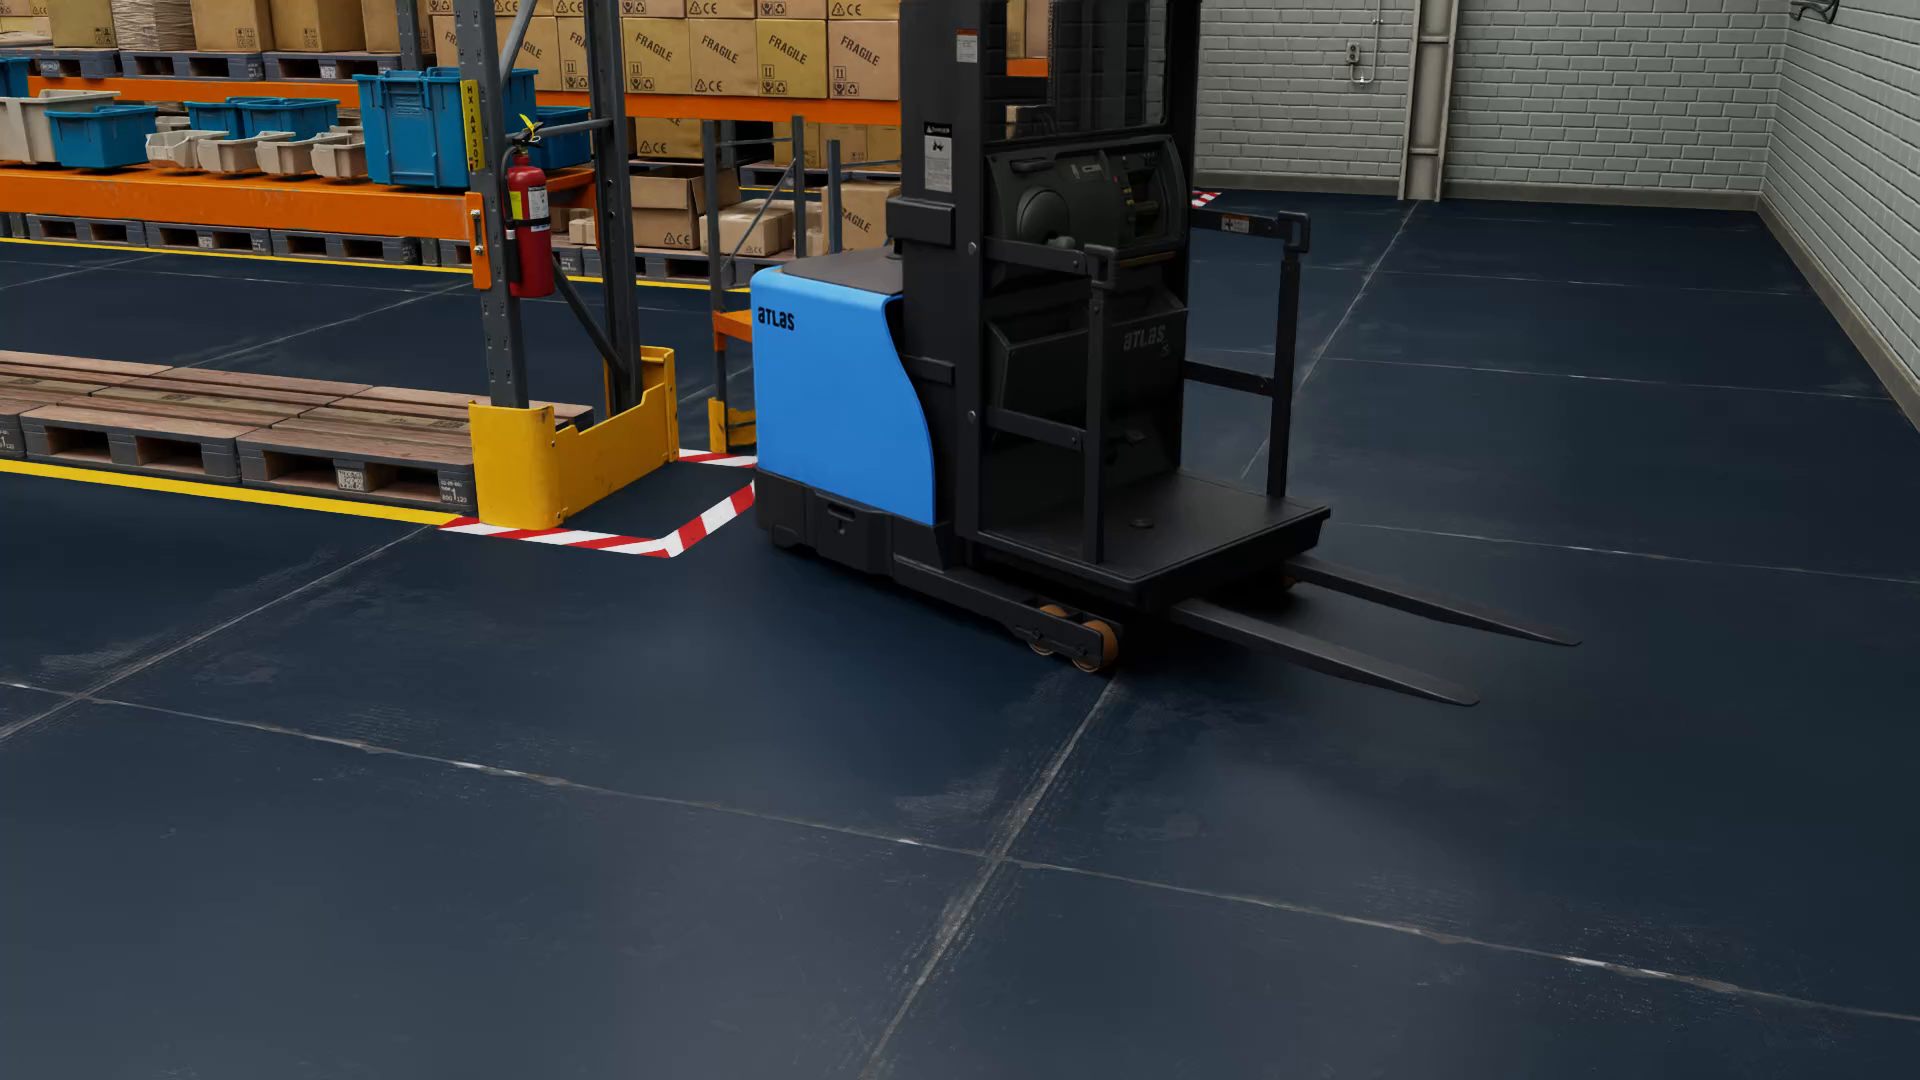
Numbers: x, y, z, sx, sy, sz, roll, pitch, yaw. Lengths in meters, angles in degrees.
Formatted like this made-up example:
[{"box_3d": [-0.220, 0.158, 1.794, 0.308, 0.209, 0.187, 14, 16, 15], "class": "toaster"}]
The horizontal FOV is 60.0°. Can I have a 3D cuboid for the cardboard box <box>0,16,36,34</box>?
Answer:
[{"box_3d": [-10.756, -5.975, 19.357, 0.500, 0.250, 0.500, 7, 20, 18], "class": "cardboard box"}]

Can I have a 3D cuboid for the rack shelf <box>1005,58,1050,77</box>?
[{"box_3d": [-0.295, -4.603, 16.317, 4.000, 0.370, 1.077, 7, 20, 18], "class": "rack shelf"}]

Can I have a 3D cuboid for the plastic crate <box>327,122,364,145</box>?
[{"box_3d": [-2.698, -1.813, 7.529, 0.298, 0.136, 0.250, 7, 20, 18], "class": "plastic crate"}]

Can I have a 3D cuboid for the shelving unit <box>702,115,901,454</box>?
[{"box_3d": [-0.614, -1.041, 7.285, 0.587, 1.500, 1.083, -14, 24, -34], "class": "shelving unit"}]

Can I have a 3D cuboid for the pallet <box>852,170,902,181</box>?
[{"box_3d": [-0.335, -3.604, 16.596, 1.213, 0.211, 1.003, 7, 20, 18], "class": "pallet"}]

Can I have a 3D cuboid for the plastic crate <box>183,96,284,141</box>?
[{"box_3d": [-3.309, -1.899, 7.631, 0.300, 0.233, 0.416, 7, 20, 18], "class": "plastic crate"}]

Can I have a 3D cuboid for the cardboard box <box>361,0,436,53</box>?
[{"box_3d": [-4.180, -3.984, 12.660, 0.500, 0.500, 0.700, 0, 19, 0], "class": "cardboard box"}]

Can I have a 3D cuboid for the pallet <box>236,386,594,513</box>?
[{"box_3d": [-2.423, -0.431, 7.491, 1.213, 0.211, 1.003, 7, 20, 18], "class": "pallet"}]

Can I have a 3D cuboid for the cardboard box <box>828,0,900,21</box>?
[{"box_3d": [-0.538, -3.668, 10.871, 0.500, 0.500, 0.500, 6, 20, 18], "class": "cardboard box"}]

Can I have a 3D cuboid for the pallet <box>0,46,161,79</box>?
[{"box_3d": [-6.921, -3.908, 13.523, 1.003, 0.211, 1.213, 7, 20, 18], "class": "pallet"}]

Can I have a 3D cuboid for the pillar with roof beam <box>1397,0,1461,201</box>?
[{"box_3d": [3.016, -6.198, 10.687, 0.400, 9.000, 9.100, 7, 20, 18], "class": "pillar with roof beam"}]

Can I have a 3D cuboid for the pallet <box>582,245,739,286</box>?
[{"box_3d": [-2.001, -2.096, 12.268, 1.213, 0.211, 1.003, 7, 20, 18], "class": "pallet"}]

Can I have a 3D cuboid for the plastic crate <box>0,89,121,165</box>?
[{"box_3d": [-4.053, -1.829, 7.354, 0.530, 0.282, 0.437, 7, 20, 18], "class": "plastic crate"}]

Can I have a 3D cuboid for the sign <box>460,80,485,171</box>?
[{"box_3d": [-1.822, -1.551, 6.220, 0.005, 0.325, 0.100, 7, 20, 18], "class": "sign"}]

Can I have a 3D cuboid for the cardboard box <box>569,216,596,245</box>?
[{"box_3d": [-2.660, -2.285, 12.211, 0.250, 0.166, 0.380, 7, 20, 18], "class": "cardboard box"}]

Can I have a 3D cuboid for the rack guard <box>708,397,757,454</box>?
[{"box_3d": [-0.912, -0.582, 7.867, 0.587, 0.250, 0.087, -14, 24, -34], "class": "rack guard"}]

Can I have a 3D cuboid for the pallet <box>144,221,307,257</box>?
[{"box_3d": [-5.743, -2.509, 13.453, 1.213, 0.211, 1.003, 7, 20, 18], "class": "pallet"}]

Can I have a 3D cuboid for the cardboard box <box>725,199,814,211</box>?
[{"box_3d": [-1.393, -2.350, 12.271, 0.500, 0.250, 0.500, 7, 20, 18], "class": "cardboard box"}]

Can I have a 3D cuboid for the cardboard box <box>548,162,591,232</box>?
[{"box_3d": [-3.175, -2.672, 12.814, 0.500, 0.500, 0.500, 7, 20, 18], "class": "cardboard box"}]

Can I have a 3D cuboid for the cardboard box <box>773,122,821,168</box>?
[{"box_3d": [-1.511, -4.064, 16.838, 0.500, 0.500, 0.700, 7, 20, 19], "class": "cardboard box"}]

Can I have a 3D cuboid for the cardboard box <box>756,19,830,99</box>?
[{"box_3d": [-1.031, -3.252, 11.197, 0.500, 0.500, 0.500, 7, 20, 19], "class": "cardboard box"}]

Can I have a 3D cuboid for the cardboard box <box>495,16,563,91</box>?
[{"box_3d": [-2.929, -3.471, 11.826, 0.500, 0.500, 0.500, 7, 20, 19], "class": "cardboard box"}]

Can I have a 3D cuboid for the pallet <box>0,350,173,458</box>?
[{"box_3d": [-4.728, -0.694, 8.248, 1.213, 0.211, 1.003, 7, 20, 18], "class": "pallet"}]

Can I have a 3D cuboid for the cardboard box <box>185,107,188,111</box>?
[{"box_3d": [-8.535, -4.936, 19.308, 0.500, 0.500, 0.700, 6, 20, 17], "class": "cardboard box"}]

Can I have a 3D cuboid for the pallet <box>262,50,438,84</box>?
[{"box_3d": [-4.525, -3.648, 12.776, 1.213, 0.211, 1.003, 7, 20, 18], "class": "pallet"}]

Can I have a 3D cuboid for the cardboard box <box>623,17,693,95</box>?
[{"box_3d": [-1.977, -3.362, 11.512, 0.500, 0.500, 0.500, 6, 20, 17], "class": "cardboard box"}]

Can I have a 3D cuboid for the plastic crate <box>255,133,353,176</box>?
[{"box_3d": [-2.755, -1.618, 6.970, 0.243, 0.136, 0.396, 7, 20, 18], "class": "plastic crate"}]

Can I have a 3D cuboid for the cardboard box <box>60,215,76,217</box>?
[{"box_3d": [-7.248, -2.940, 13.582, 0.500, 0.500, 0.500, 7, 21, 20], "class": "cardboard box"}]

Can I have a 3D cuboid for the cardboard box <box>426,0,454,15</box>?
[{"box_3d": [-3.453, -3.999, 11.821, 0.500, 0.500, 0.500, 7, 20, 19], "class": "cardboard box"}]

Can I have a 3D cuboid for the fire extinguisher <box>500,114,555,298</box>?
[{"box_3d": [-1.663, -1.276, 6.364, 0.183, 0.674, 0.296, 7, 20, 18], "class": "fire extinguisher"}]

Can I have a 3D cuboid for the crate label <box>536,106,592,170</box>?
[{"box_3d": [-1.782, -1.725, 7.130, 0.303, 0.233, 0.416, 7, 20, 18], "class": "crate label"}]

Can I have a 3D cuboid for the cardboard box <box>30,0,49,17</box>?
[{"box_3d": [-10.289, -6.271, 19.066, 0.500, 0.500, 0.500, 6, 20, 18], "class": "cardboard box"}]

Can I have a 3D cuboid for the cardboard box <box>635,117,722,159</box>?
[{"box_3d": [-2.841, -4.372, 17.189, 0.750, 0.750, 0.750, 7, 20, 19], "class": "cardboard box"}]

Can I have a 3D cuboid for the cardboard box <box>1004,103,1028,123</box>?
[{"box_3d": [0.478, -4.080, 15.898, 0.250, 0.149, 0.380, 7, 20, 20], "class": "cardboard box"}]

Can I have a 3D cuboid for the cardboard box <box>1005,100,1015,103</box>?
[{"box_3d": [0.369, -4.226, 16.316, 0.250, 0.149, 0.380, 7, 20, 19], "class": "cardboard box"}]

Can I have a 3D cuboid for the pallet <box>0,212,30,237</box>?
[{"box_3d": [-8.349, -2.835, 14.387, 1.213, 0.211, 1.003, 7, 20, 18], "class": "pallet"}]

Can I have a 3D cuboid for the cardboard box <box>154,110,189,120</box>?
[{"box_3d": [-6.569, -3.399, 13.760, 0.500, 0.250, 0.500, 7, 21, 20], "class": "cardboard box"}]

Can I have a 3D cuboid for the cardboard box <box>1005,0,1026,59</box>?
[{"box_3d": [0.419, -4.995, 15.894, 0.700, 0.700, 0.980, 6, 20, 18], "class": "cardboard box"}]

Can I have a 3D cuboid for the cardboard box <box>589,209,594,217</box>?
[{"box_3d": [-2.466, -2.502, 12.613, 0.500, 0.311, 0.500, 7, 20, 18], "class": "cardboard box"}]

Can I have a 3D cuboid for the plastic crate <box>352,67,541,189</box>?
[{"box_3d": [-2.034, -1.670, 6.664, 0.499, 0.435, 0.616, 7, 20, 18], "class": "plastic crate"}]

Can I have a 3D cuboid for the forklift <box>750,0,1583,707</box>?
[{"box_3d": [0.588, -1.149, 5.420, 1.130, 2.935, 3.031, -18, 26, -41], "class": "forklift"}]

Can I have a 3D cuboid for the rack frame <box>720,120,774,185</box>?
[{"box_3d": [-2.184, -5.159, 16.819, 0.127, 3.000, 1.000, 7, 20, 18], "class": "rack frame"}]

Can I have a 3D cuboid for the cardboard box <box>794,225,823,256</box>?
[{"box_3d": [-0.975, -2.110, 11.708, 0.250, 0.166, 0.380, 7, 20, 18], "class": "cardboard box"}]

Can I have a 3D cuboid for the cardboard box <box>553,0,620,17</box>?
[{"box_3d": [-2.480, -3.888, 11.502, 0.500, 0.500, 0.500, 6, 20, 16], "class": "cardboard box"}]

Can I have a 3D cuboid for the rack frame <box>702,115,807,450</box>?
[{"box_3d": [-0.924, -1.178, 7.676, 0.500, 1.500, 0.032, -14, 24, -34], "class": "rack frame"}]

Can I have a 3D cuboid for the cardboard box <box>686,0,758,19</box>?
[{"box_3d": [-1.507, -3.777, 11.183, 0.500, 0.500, 0.500, 7, 20, 20], "class": "cardboard box"}]

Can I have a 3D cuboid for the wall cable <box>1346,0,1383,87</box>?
[{"box_3d": [3.115, -5.362, 15.859, 1.851, 1.984, 0.084, 7, 20, 18], "class": "wall cable"}]

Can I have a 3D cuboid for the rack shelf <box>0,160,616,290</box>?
[{"box_3d": [-3.546, -1.523, 7.480, 4.000, 0.370, 1.077, 7, 20, 18], "class": "rack shelf"}]

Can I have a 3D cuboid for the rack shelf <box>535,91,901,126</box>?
[{"box_3d": [-1.917, -3.062, 11.898, 4.000, 0.370, 1.077, 7, 20, 18], "class": "rack shelf"}]

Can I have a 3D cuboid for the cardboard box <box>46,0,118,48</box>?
[{"box_3d": [-6.953, -4.263, 13.458, 0.500, 0.500, 0.700, 0, 19, 0], "class": "cardboard box"}]

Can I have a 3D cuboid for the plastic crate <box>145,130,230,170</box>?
[{"box_3d": [-3.312, -1.666, 7.109, 0.250, 0.136, 0.298, 7, 20, 18], "class": "plastic crate"}]

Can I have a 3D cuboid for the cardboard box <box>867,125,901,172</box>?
[{"box_3d": [-0.554, -3.953, 16.518, 0.500, 0.500, 0.700, 7, 20, 19], "class": "cardboard box"}]

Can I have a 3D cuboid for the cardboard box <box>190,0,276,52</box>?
[{"box_3d": [-5.495, -4.035, 12.806, 0.500, 0.500, 0.700, 1, 19, 4], "class": "cardboard box"}]

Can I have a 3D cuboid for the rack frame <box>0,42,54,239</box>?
[{"box_3d": [-7.584, -4.050, 13.638, 0.127, 3.000, 1.000, 7, 20, 18], "class": "rack frame"}]
